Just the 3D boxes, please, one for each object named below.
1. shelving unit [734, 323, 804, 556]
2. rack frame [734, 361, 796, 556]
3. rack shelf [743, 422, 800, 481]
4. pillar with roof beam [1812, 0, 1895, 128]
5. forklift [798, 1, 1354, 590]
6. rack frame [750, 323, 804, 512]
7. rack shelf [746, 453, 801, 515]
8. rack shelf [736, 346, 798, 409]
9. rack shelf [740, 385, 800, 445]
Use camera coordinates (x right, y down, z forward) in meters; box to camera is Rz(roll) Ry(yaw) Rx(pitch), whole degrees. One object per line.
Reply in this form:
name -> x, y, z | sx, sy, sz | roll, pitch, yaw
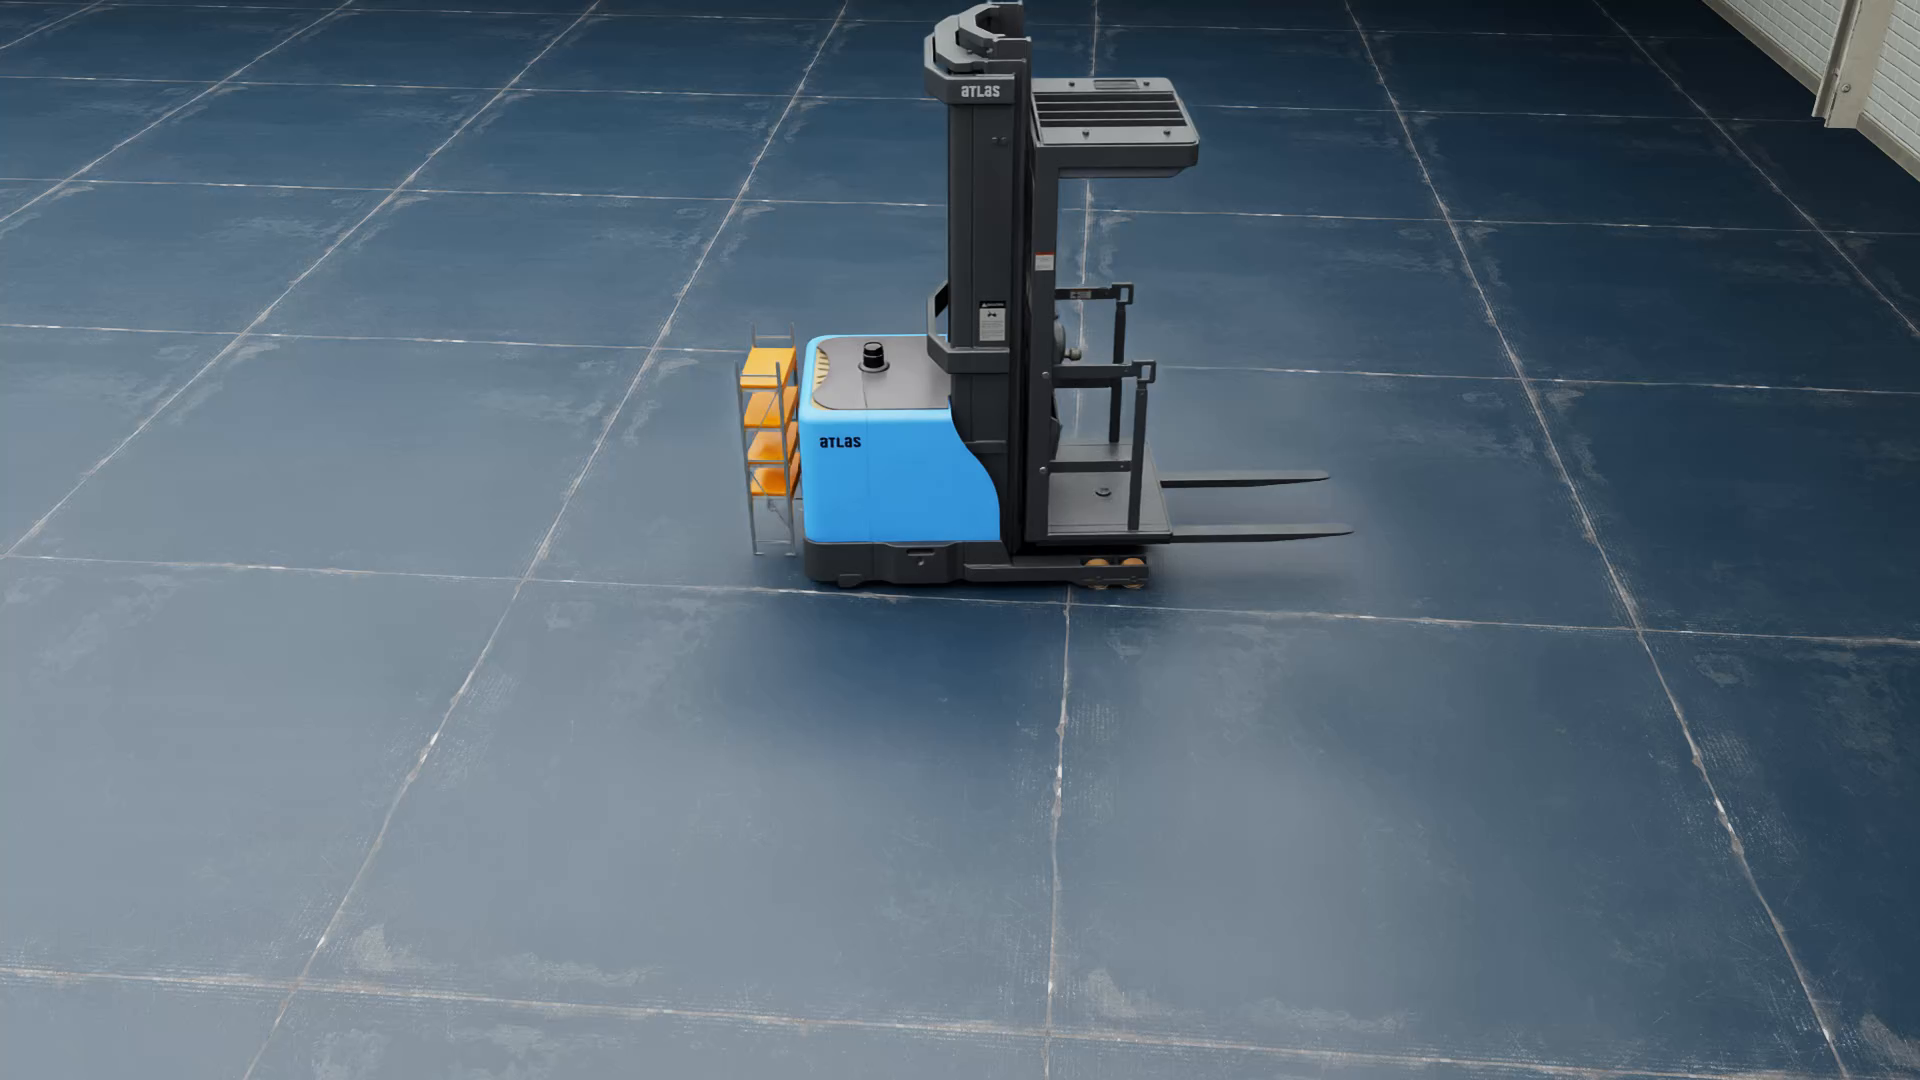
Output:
shelving unit -> -1.043, -0.557, 9.285 | 0.258, 1.200, 0.503 | 1, 32, 4
rack frame -> -1.059, -0.429, 9.078 | 0.240, 1.200, 0.015 | 1, 32, 4
rack shelf -> -1.042, -0.500, 9.320 | 0.258, 0.148, 0.480 | 1, 32, 4
pillar with roof beam -> 4.187, -8.069, 14.046 | 9.100, 9.000, 0.400 | 2, 32, 4
forklift -> 0.653, -1.257, 8.776 | 3.031, 2.935, 1.130 | -1, 32, -1
rack frame -> -1.028, -0.685, 9.492 | 0.240, 1.200, 0.015 | 1, 32, 4
rack shelf -> -1.038, -0.330, 9.424 | 0.258, 0.148, 0.480 | 1, 32, 4
rack shelf -> -1.051, -0.892, 9.079 | 0.258, 0.148, 0.480 | 1, 32, 4
rack shelf -> -1.046, -0.690, 9.203 | 0.258, 0.148, 0.480 | 1, 32, 4
